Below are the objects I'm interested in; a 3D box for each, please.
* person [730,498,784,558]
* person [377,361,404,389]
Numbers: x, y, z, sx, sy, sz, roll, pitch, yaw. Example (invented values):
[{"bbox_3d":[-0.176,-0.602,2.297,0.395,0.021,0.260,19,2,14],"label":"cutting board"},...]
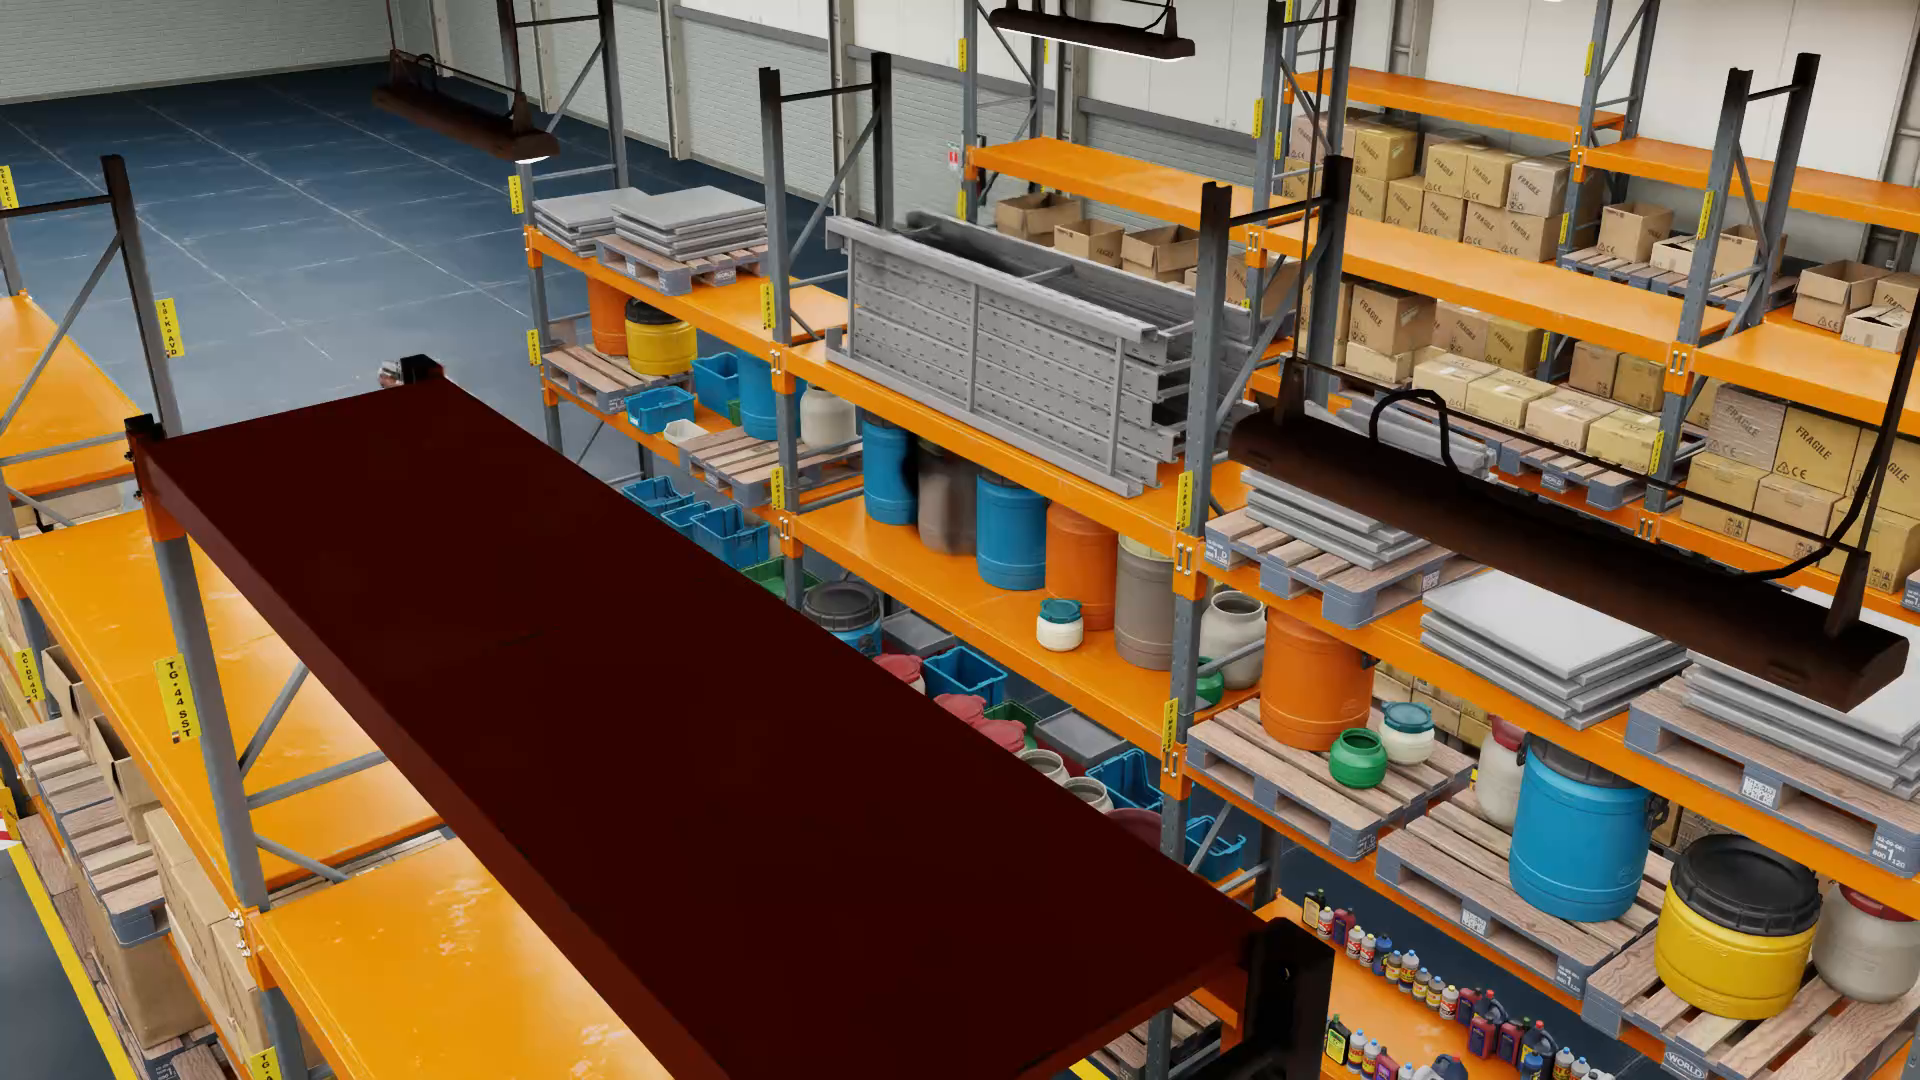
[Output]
[{"bbox_3d":[-2.133,-0.251,16.886,0.707,1.797,0.715,20,32,35],"label":"person"},{"bbox_3d":[-6.377,-1.175,18.665,0.643,1.754,0.647,-8,27,-15],"label":"person"}]
